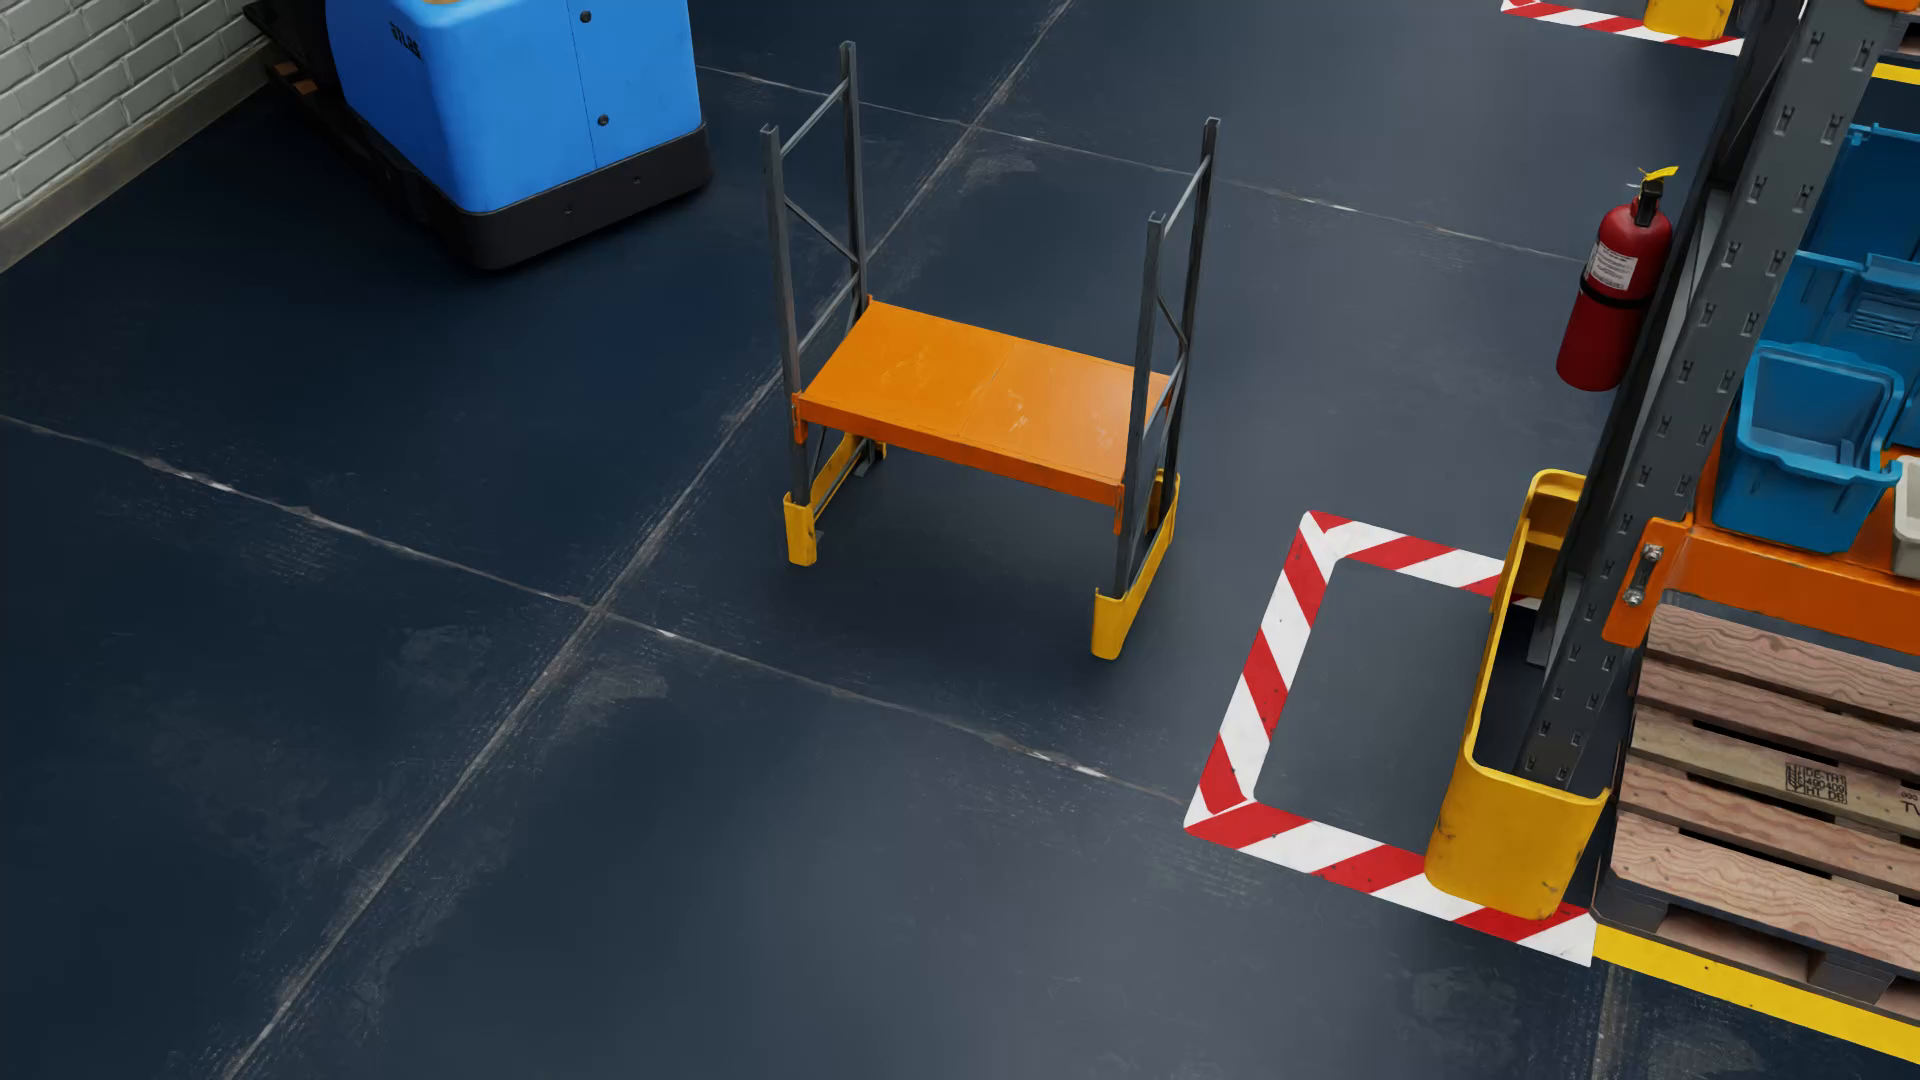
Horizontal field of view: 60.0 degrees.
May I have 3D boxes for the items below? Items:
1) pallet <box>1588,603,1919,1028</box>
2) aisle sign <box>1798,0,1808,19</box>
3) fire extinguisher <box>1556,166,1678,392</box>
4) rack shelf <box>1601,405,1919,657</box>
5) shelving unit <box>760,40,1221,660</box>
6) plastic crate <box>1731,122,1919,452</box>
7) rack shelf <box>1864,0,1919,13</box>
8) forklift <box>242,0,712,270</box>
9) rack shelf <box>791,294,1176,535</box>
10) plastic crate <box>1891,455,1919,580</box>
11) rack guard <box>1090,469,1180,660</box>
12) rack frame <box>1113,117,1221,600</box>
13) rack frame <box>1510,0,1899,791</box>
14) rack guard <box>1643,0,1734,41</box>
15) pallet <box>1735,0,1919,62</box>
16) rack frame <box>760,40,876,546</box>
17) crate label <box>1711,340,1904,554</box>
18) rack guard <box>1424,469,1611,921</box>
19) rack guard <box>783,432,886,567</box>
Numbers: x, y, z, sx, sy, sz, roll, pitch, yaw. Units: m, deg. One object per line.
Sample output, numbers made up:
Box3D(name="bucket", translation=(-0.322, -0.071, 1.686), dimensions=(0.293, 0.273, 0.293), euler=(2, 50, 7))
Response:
Box3D(name="pallet", translation=(2.357, 0.737, 4.359), dimensions=(1.213, 0.211, 1.003), euler=(16, 47, 16))
Box3D(name="aisle sign", translation=(1.430, -1.248, 2.535), dimensions=(0.004, 0.787, 0.394), euler=(16, 47, 16))
Box3D(name="fire extinguisher", translation=(1.647, -0.678, 4.124), dimensions=(0.183, 0.674, 0.296), euler=(16, 47, 16))
Box3D(name="rack shelf", translation=(3.457, 0.298, 3.334), dimensions=(4.000, 0.370, 1.077), euler=(16, 47, 16))
Box3D(name="shelving unit", translation=(0.070, -0.511, 4.700), dimensions=(1.083, 1.500, 0.587), euler=(16, 47, 16))
Box3D(name="plastic crate", translation=(1.992, -0.565, 3.623), dimensions=(0.499, 0.435, 0.616), euler=(16, 47, 16))
Box3D(name="rack shelf", translation=(3.457, -0.766, 2.276), dimensions=(4.000, 0.370, 1.077), euler=(16, 47, 16))
Box3D(name="forklift", translation=(-2.308, -3.016, 6.203), dimensions=(1.130, 2.935, 3.031), euler=(-30, 52, -27))
Box3D(name="rack shelf", translation=(0.079, -0.381, 4.825), dimensions=(1.000, 0.185, 0.538), euler=(16, 47, 16))
Box3D(name="plastic crate", translation=(1.976, -0.006, 3.274), dimensions=(0.298, 0.136, 0.250), euler=(16, 47, 16))
Box3D(name="rack guard", translation=(0.530, 0.067, 5.005), dimensions=(0.087, 0.250, 0.587), euler=(16, 47, 16))
Box3D(name="rack frame", translation=(0.548, -0.370, 4.559), dimensions=(0.032, 1.500, 0.500), euler=(16, 47, 16))
Box3D(name="rack frame", translation=(1.611, -0.500, 3.626), dimensions=(0.127, 3.000, 1.000), euler=(16, 47, 16))
Box3D(name="rack guard", translation=(3.496, -2.845, 7.755), dimensions=(0.348, 0.500, 1.175), euler=(16, 47, 16))
Box3D(name="pallet", translation=(4.286, -2.570, 7.683), dimensions=(1.213, 0.211, 1.003), euler=(16, 47, 16))
Box3D(name="rack frame", translation=(-0.390, -0.647, 4.836), dimensions=(0.032, 1.500, 0.500), euler=(16, 47, 16))
Box3D(name="crate label", translation=(1.712, -0.181, 3.381), dimensions=(0.303, 0.233, 0.416), euler=(16, 47, 16))
Box3D(name="rack guard", translation=(1.584, 0.388, 4.506), dimensions=(0.348, 0.500, 1.175), euler=(16, 47, 16))
Box3D(name="rack guard", translation=(-0.389, -0.203, 5.277), dimensions=(0.087, 0.250, 0.587), euler=(16, 47, 16))
